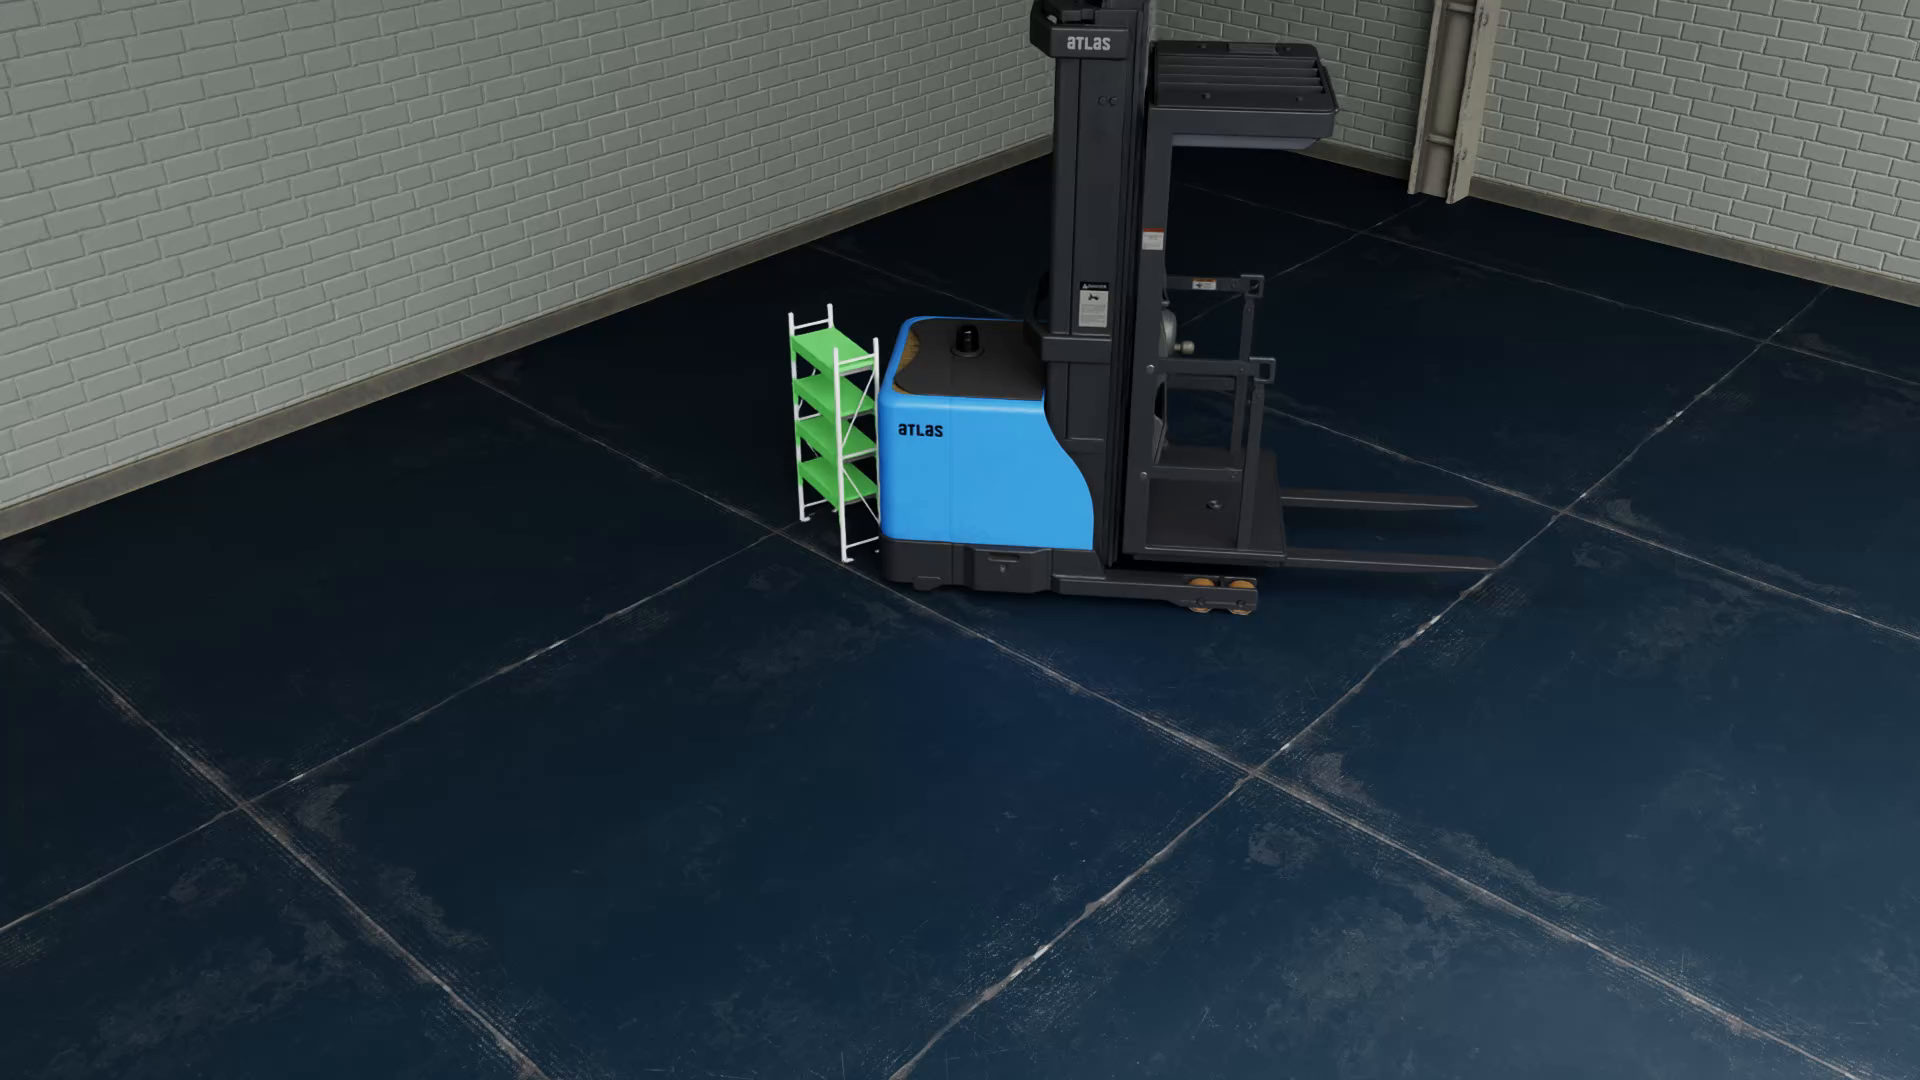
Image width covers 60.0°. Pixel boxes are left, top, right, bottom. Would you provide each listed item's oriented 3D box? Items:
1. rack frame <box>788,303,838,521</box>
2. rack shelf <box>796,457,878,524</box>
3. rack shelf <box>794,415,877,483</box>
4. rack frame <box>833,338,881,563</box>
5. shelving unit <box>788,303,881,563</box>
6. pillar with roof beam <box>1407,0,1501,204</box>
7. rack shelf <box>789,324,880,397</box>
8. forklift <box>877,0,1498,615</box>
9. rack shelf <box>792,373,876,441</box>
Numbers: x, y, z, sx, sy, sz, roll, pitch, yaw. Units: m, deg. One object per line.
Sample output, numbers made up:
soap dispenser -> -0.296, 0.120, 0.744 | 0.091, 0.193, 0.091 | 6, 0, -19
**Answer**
rack frame -> -0.752, -0.648, 8.663 | 0.240, 1.200, 0.015 | -17, 35, -26
rack shelf -> -0.627, -0.280, 8.640 | 0.258, 0.148, 0.480 | -17, 35, -26
rack shelf -> -0.627, -0.485, 8.517 | 0.258, 0.148, 0.480 | -17, 35, -26
rack frame -> -0.502, -0.432, 8.304 | 0.240, 1.200, 0.015 | -17, 35, -26
shelving unit -> -0.627, -0.540, 8.484 | 0.258, 1.200, 0.503 | -17, 35, -26
pillar with roof beam -> 0.959, -4.997, 8.326 | 0.400, 9.000, 9.100 | 25, 39, 35
rack shelf -> -0.627, -0.897, 8.269 | 0.258, 0.148, 0.480 | -17, 35, -26
forklift -> 1.146, -1.179, 7.867 | 3.031, 2.935, 1.130 | 3, 31, 5
rack shelf -> -0.627, -0.691, 8.393 | 0.258, 0.148, 0.480 | -17, 35, -26
